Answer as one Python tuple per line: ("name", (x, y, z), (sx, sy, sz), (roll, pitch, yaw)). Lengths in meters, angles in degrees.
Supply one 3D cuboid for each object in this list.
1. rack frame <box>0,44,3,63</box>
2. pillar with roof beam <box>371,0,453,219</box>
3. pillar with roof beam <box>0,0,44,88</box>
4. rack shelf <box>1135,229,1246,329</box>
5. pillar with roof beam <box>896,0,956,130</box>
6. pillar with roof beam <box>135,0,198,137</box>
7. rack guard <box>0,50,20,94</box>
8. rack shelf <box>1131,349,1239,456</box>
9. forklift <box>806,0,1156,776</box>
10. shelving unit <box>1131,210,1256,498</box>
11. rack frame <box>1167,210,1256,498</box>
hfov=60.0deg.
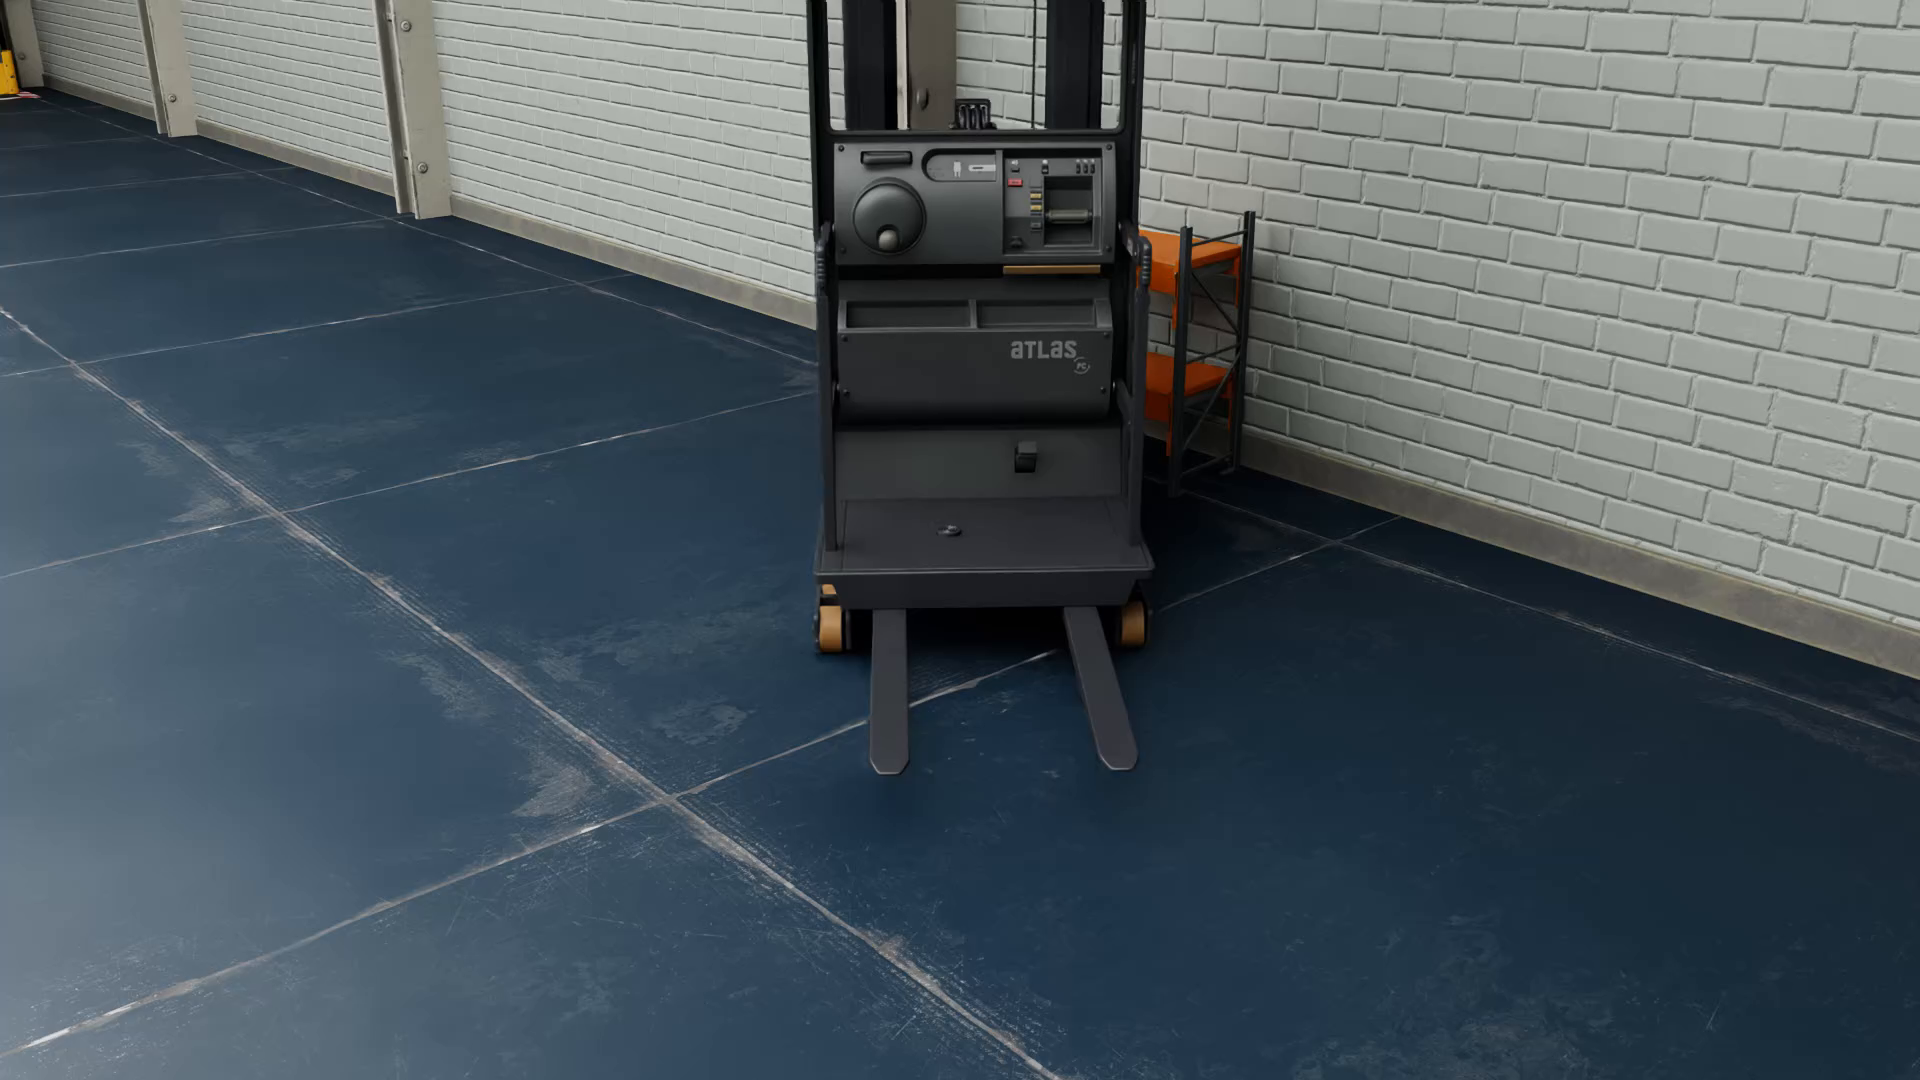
("rack frame", (-12.236, -6.860, 19.886), (1.000, 3.000, 0.127), (-17, 27, -37))
("pillar with roof beam", (-7.436, -5.720, 8.749), (9.100, 9.000, 0.400), (-17, 27, -37))
("pillar with roof beam", (-15.269, -9.036, 17.214), (9.100, 9.000, 0.400), (-17, 27, -37))
("rack shelf", (0.666, -1.166, 7.116), (1.000, 0.278, 0.538), (18, 28, 38))
("pillar with roof beam", (-3.519, -4.062, 4.517), (9.100, 9.000, 0.400), (-17, 27, -37))
("pillar with roof beam", (-11.352, -7.378, 12.982), (9.100, 9.000, 0.400), (-17, 27, -37))
("rack guard", (-12.220, -5.689, 20.325), (1.175, 0.500, 0.348), (-17, 27, -37))
("rack shelf", (0.666, -0.666, 7.311), (1.000, 0.278, 0.538), (18, 28, 38))
("forklift", (0.062, -1.105, 5.287), (1.130, 2.935, 3.031), (-1, 21, -2))
("shelving unit", (0.666, -0.893, 7.222), (1.048, 1.125, 0.538), (18, 28, 38))
("rack frame", (1.044, -0.769, 6.906), (0.032, 1.125, 0.500), (18, 28, 38))
